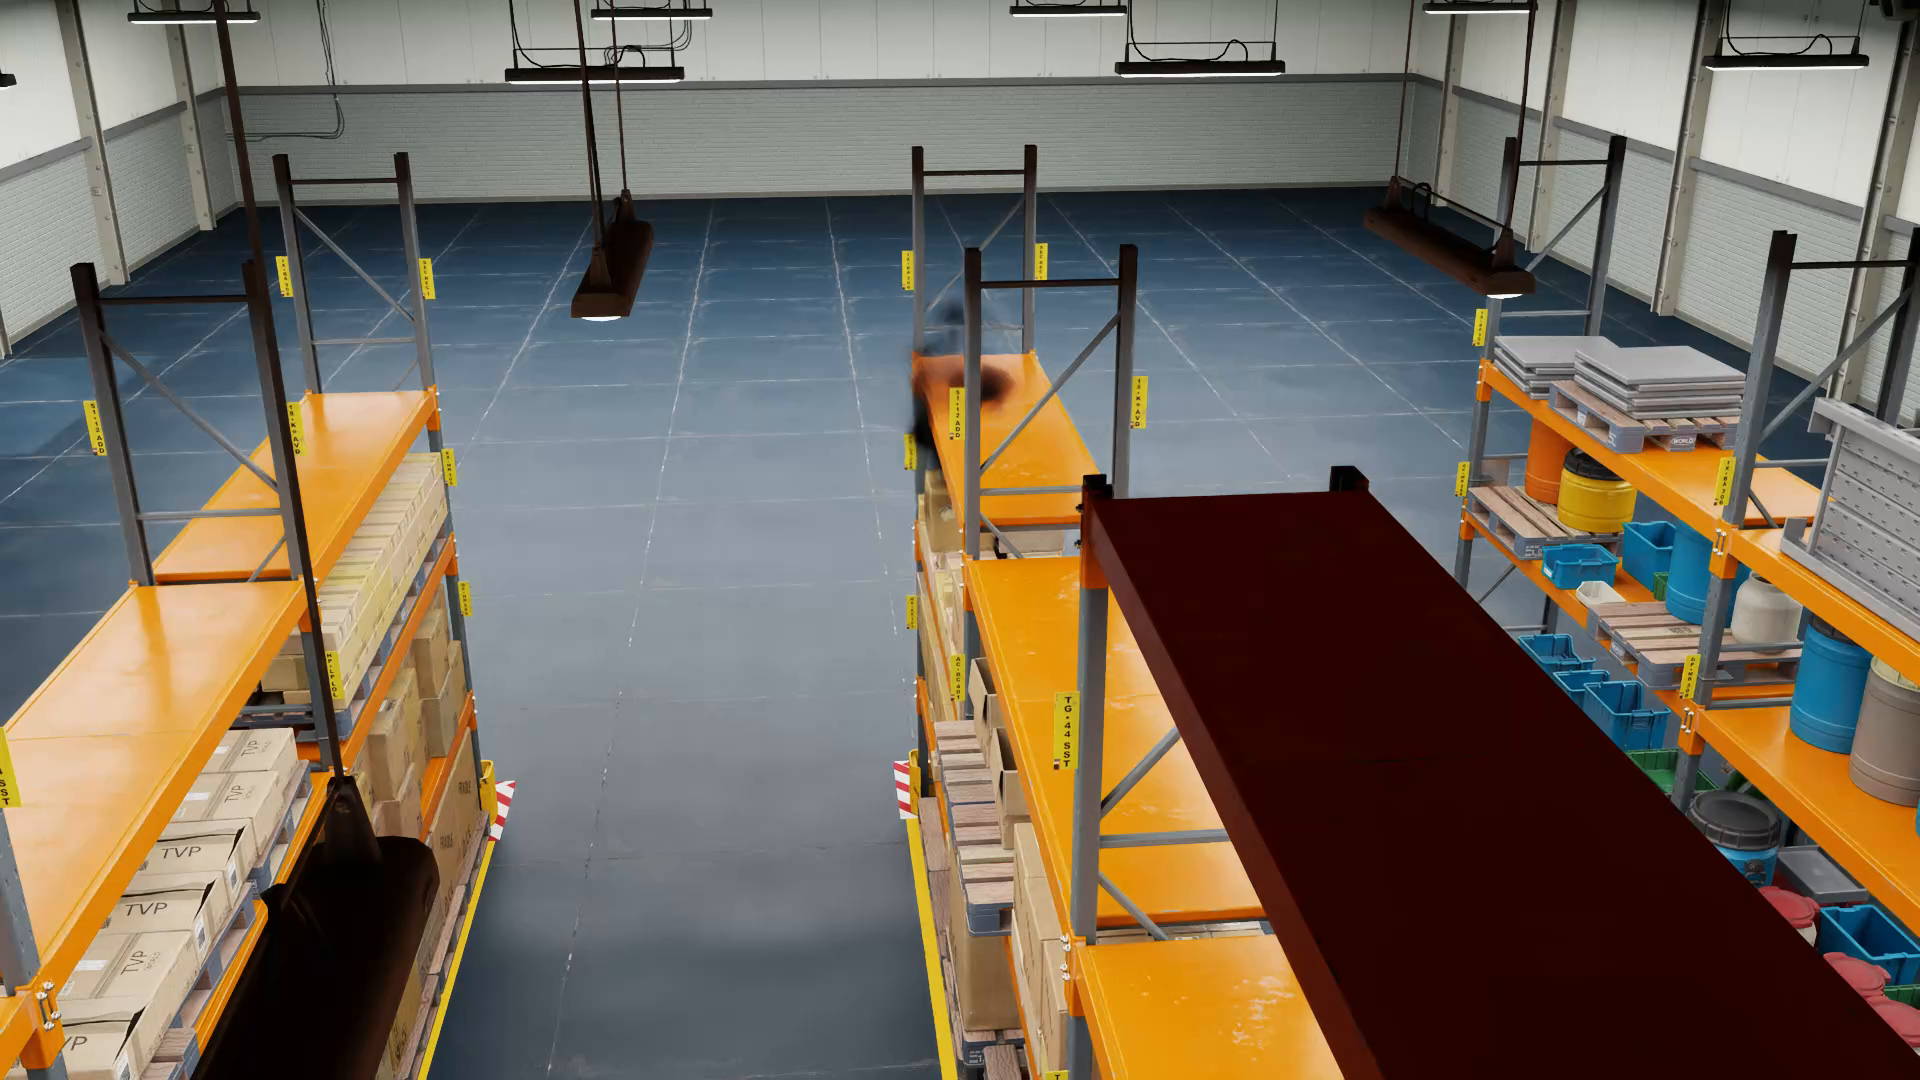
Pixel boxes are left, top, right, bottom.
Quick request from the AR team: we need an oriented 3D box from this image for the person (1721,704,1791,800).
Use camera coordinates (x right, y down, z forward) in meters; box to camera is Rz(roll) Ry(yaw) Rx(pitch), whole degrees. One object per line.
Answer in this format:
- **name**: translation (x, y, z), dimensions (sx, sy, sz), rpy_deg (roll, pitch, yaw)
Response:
- **person**: translation (6.897, 1.993, 14.263), dimensions (0.657, 1.742, 0.602), rpy_deg (-6, 22, -16)
